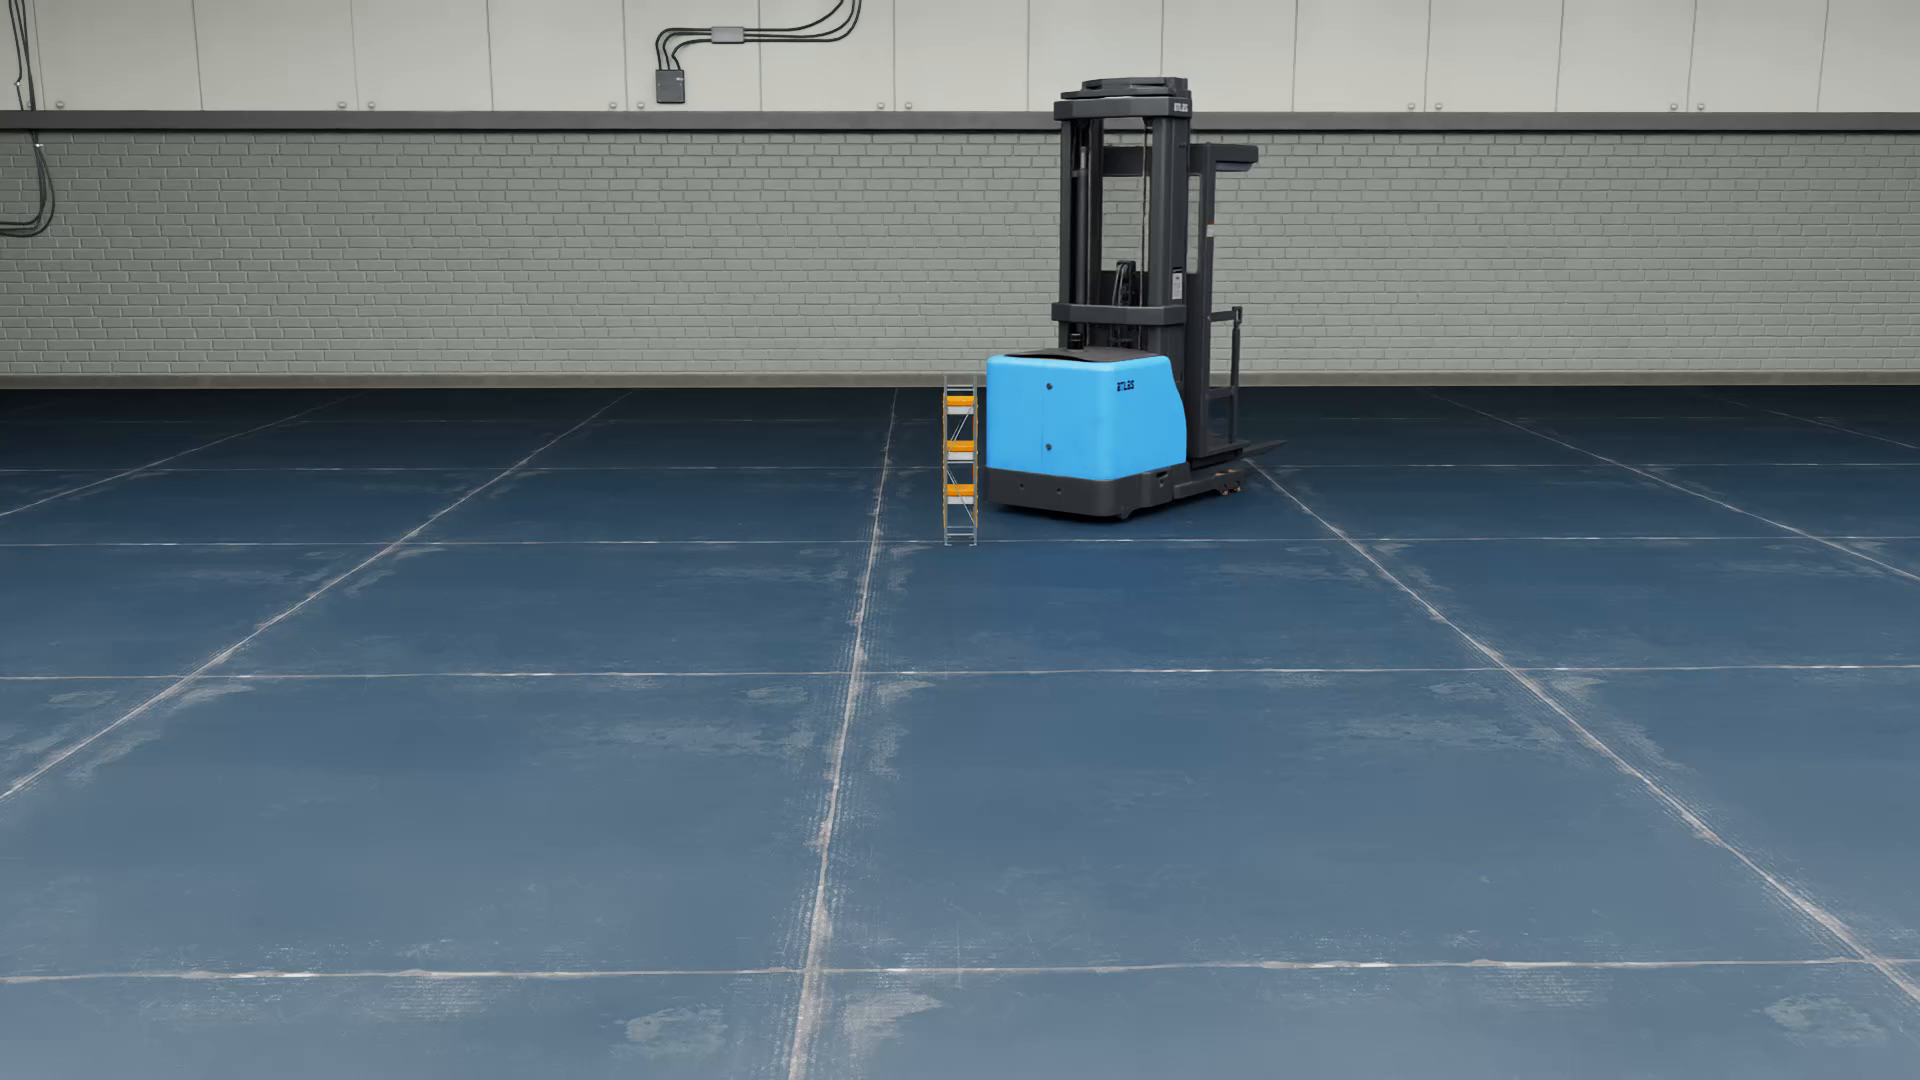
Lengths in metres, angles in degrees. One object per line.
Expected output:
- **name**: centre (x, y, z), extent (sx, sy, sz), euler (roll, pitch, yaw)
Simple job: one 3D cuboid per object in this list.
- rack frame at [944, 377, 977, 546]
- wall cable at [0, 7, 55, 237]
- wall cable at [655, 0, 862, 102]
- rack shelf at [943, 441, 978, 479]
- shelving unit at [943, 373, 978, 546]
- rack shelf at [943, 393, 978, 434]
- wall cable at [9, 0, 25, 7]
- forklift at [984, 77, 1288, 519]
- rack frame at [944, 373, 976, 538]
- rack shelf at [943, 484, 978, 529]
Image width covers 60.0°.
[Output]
- **rack frame**: centre (0.004, -0.480, 10.283), extent (0.200, 1.050, 0.008), euler (0, 11, -1)
- **wall cable**: centre (-11.724, -4.613, 18.473), extent (3.097, 2.526, 0.112), euler (0, 11, -1)
- **wall cable**: centre (-2.232, -7.837, 18.003), extent (2.305, 6.003, 0.169), euler (0, 11, -1)
- **rack shelf**: centre (0.001, -0.494, 10.404), extent (0.215, 0.259, 0.240), euler (0, 11, -1)
- **shelving unit**: centre (0.001, -0.504, 10.402), extent (0.215, 1.050, 0.252), euler (0, 11, -1)
- **rack shelf**: centre (0.001, -0.772, 10.348), extent (0.215, 0.259, 0.240), euler (0, 11, -1)
- **wall cable**: centre (-9.019, -7.099, 18.025), extent (3.097, 2.526, 0.112), euler (0, 11, -1)
- **forklift**: centre (1.458, -1.815, 12.132), extent (1.130, 2.935, 3.031), euler (9, 14, 36)
- **rack frame**: centre (-0.001, -0.528, 10.522), extent (0.200, 1.050, 0.008), euler (0, 11, -1)
- **rack shelf**: centre (0.001, -0.221, 10.460), extent (0.215, 0.259, 0.240), euler (0, 11, -1)
